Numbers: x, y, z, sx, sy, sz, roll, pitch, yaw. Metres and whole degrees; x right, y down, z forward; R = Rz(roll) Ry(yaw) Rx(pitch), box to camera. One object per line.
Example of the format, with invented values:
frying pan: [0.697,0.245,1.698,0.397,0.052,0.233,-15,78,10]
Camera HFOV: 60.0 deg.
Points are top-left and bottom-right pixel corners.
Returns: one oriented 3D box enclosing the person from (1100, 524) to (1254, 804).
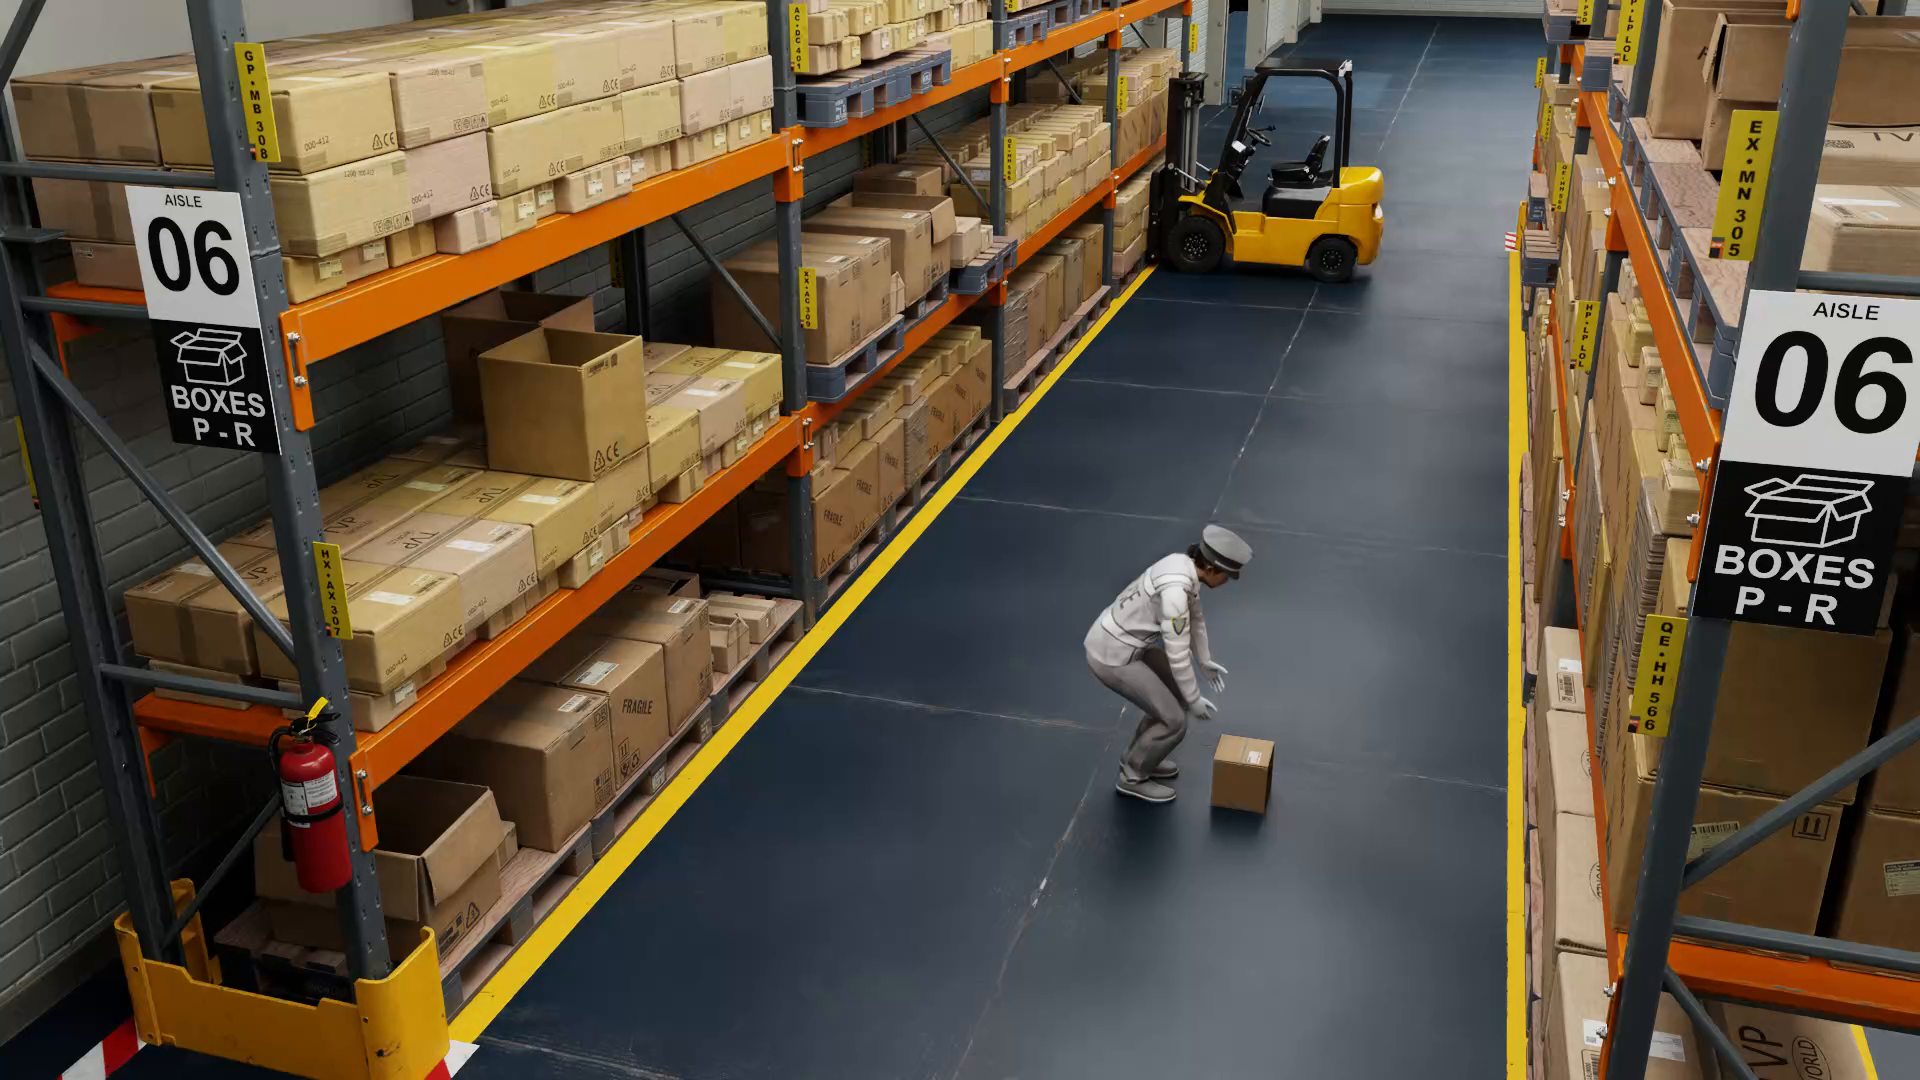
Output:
person: [0.986,0.558,7.681,0.656,1.320,0.391,7,23,16]
